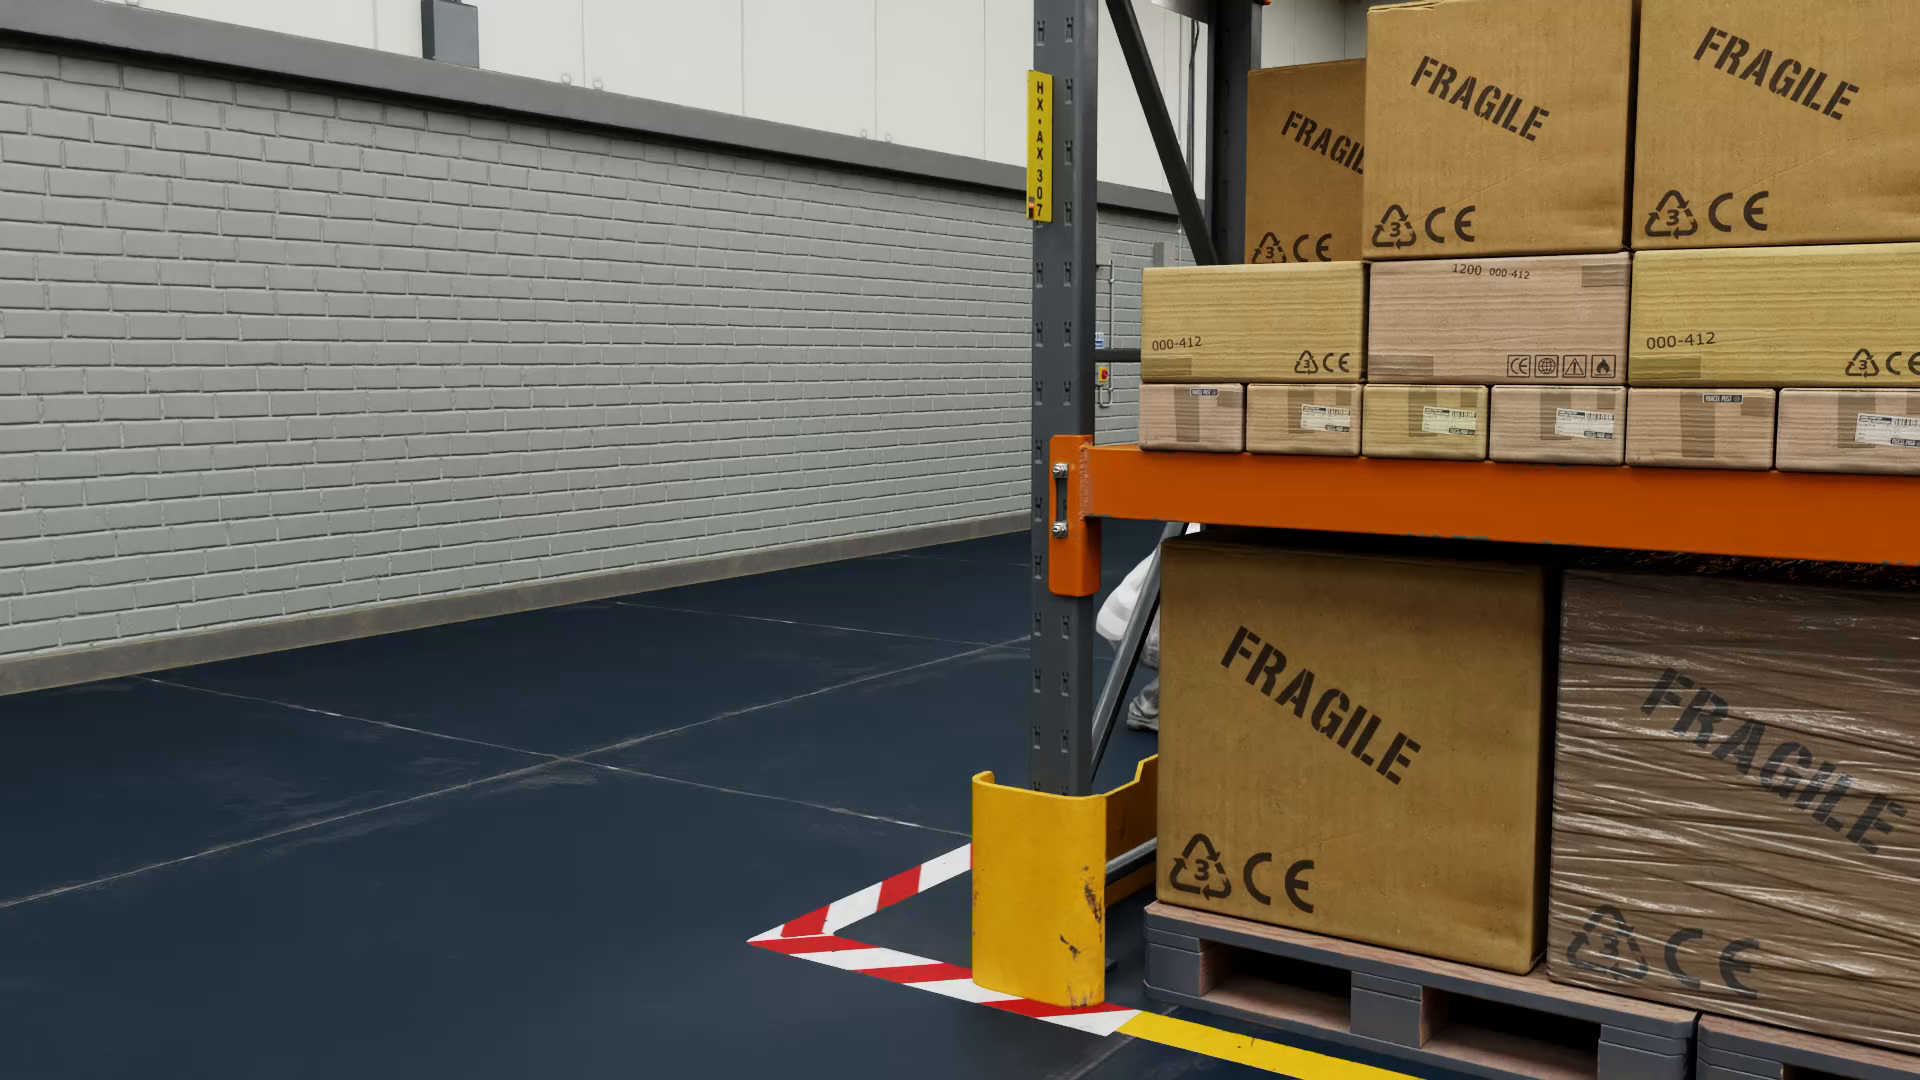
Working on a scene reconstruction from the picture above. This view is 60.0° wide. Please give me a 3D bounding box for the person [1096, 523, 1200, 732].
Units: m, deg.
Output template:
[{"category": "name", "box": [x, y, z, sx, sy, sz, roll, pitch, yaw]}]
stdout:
[{"category": "person", "box": [1.018, 0.282, 6.735, 0.901, 0.993, 0.561, 4, 7, 33]}]
